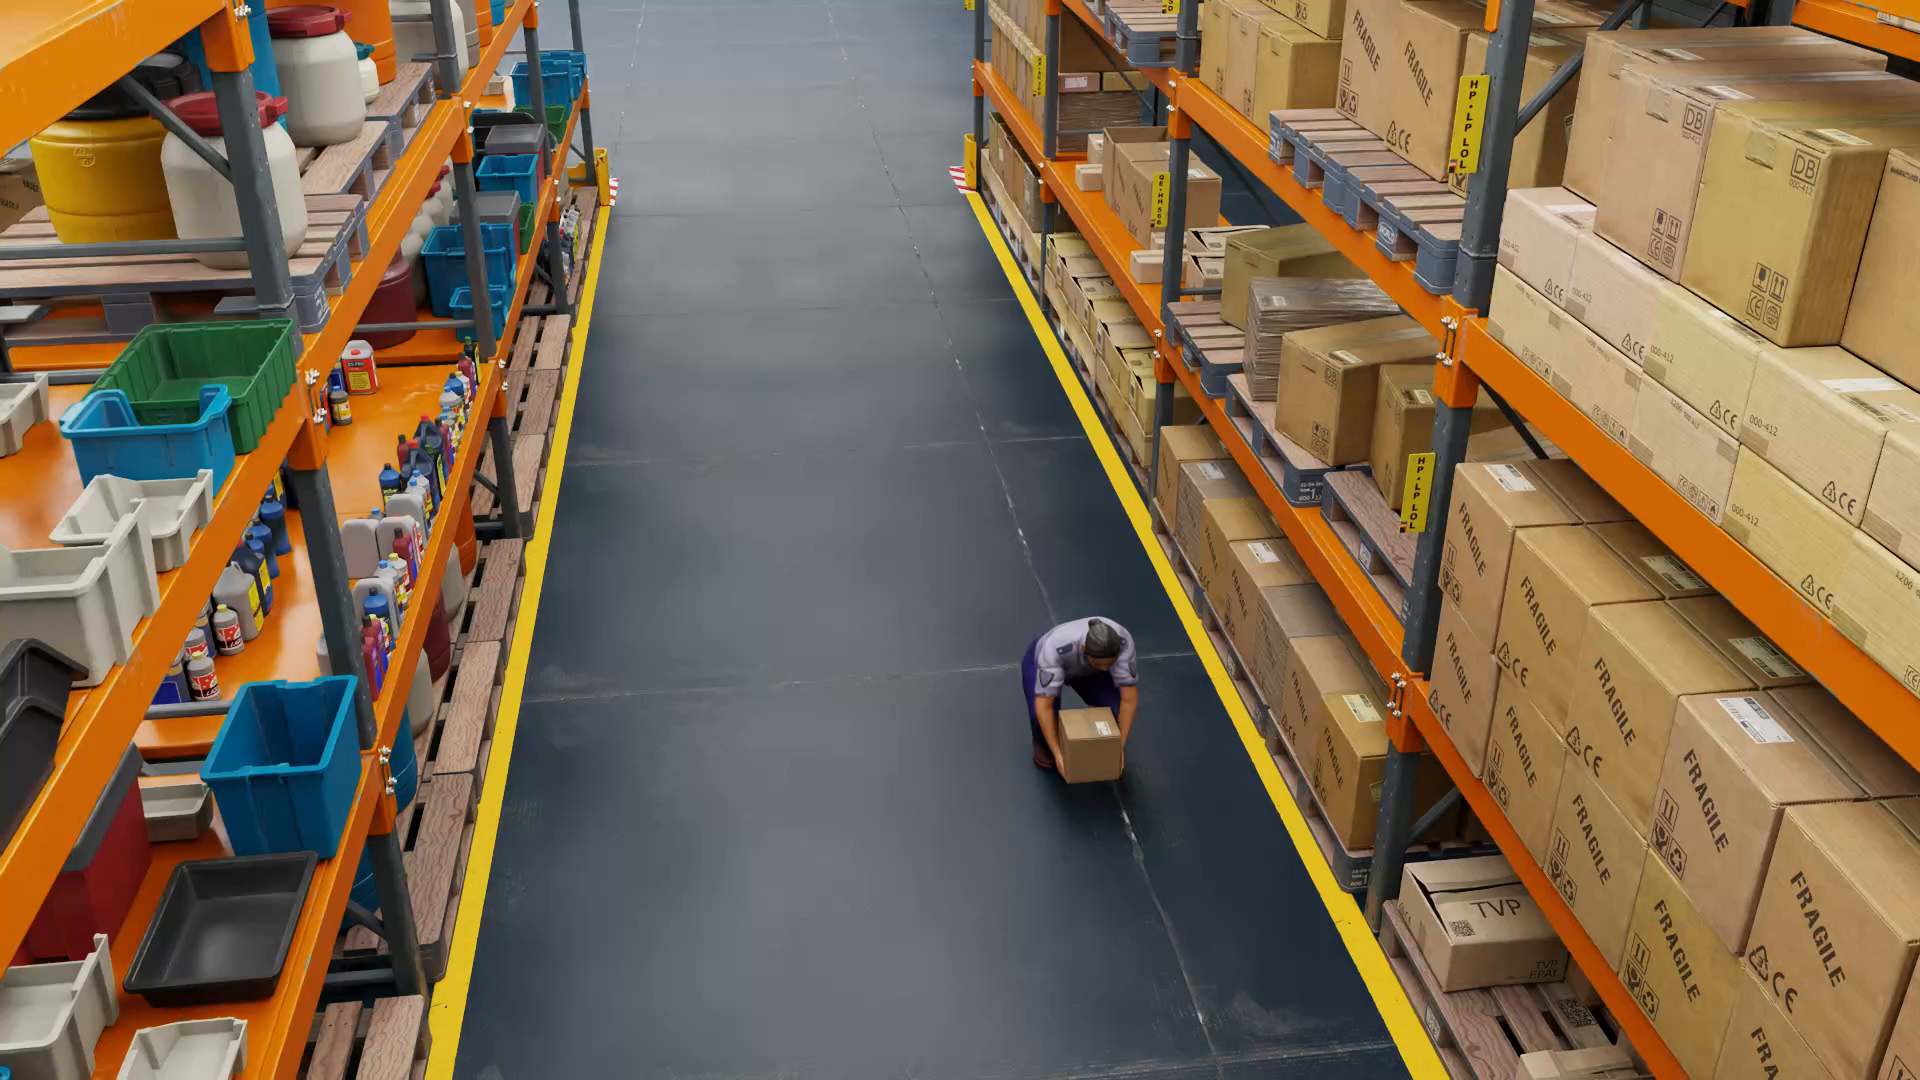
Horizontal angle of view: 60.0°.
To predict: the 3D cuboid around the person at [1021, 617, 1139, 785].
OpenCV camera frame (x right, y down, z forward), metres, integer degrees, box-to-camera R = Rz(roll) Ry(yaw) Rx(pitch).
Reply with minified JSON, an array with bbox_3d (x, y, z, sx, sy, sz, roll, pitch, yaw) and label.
[{"bbox_3d":[0.579,0.697,8.089,0.520,0.922,0.832,-4,28,-7],"label":"person"}]
